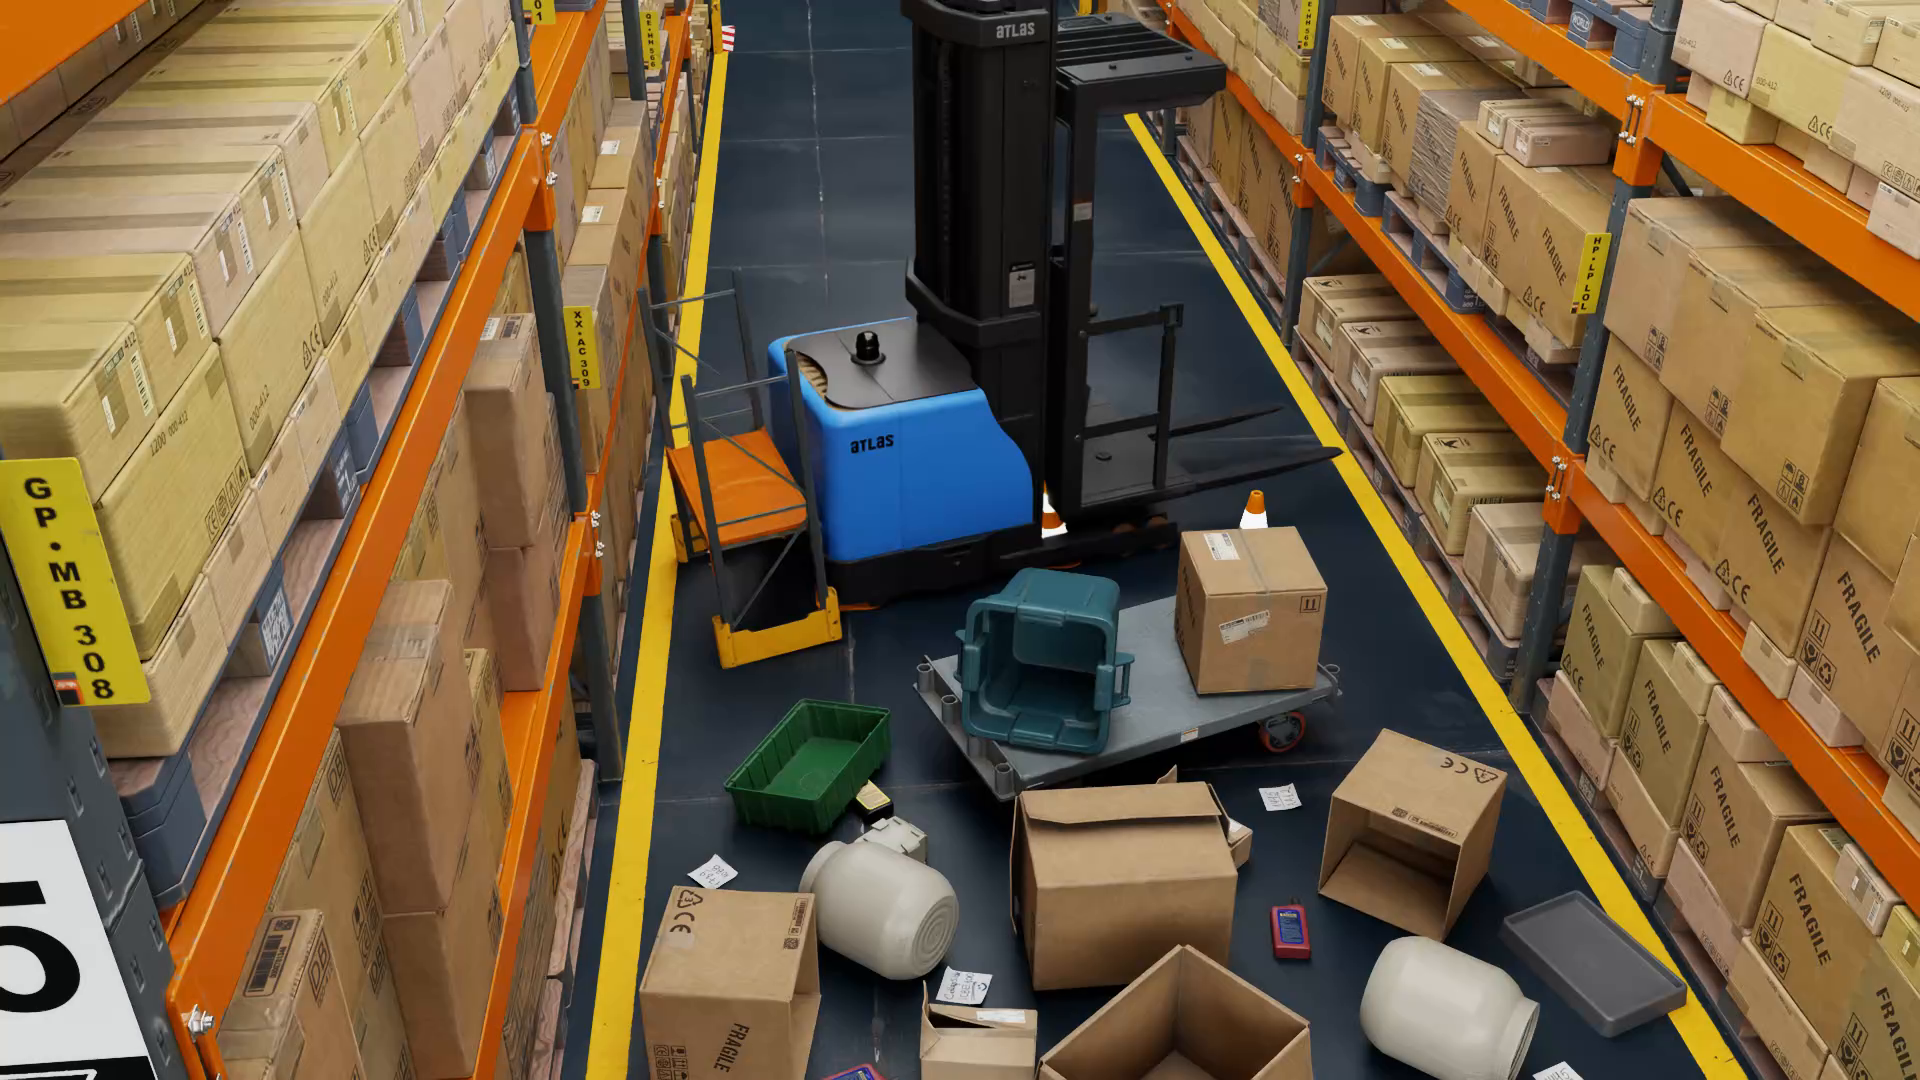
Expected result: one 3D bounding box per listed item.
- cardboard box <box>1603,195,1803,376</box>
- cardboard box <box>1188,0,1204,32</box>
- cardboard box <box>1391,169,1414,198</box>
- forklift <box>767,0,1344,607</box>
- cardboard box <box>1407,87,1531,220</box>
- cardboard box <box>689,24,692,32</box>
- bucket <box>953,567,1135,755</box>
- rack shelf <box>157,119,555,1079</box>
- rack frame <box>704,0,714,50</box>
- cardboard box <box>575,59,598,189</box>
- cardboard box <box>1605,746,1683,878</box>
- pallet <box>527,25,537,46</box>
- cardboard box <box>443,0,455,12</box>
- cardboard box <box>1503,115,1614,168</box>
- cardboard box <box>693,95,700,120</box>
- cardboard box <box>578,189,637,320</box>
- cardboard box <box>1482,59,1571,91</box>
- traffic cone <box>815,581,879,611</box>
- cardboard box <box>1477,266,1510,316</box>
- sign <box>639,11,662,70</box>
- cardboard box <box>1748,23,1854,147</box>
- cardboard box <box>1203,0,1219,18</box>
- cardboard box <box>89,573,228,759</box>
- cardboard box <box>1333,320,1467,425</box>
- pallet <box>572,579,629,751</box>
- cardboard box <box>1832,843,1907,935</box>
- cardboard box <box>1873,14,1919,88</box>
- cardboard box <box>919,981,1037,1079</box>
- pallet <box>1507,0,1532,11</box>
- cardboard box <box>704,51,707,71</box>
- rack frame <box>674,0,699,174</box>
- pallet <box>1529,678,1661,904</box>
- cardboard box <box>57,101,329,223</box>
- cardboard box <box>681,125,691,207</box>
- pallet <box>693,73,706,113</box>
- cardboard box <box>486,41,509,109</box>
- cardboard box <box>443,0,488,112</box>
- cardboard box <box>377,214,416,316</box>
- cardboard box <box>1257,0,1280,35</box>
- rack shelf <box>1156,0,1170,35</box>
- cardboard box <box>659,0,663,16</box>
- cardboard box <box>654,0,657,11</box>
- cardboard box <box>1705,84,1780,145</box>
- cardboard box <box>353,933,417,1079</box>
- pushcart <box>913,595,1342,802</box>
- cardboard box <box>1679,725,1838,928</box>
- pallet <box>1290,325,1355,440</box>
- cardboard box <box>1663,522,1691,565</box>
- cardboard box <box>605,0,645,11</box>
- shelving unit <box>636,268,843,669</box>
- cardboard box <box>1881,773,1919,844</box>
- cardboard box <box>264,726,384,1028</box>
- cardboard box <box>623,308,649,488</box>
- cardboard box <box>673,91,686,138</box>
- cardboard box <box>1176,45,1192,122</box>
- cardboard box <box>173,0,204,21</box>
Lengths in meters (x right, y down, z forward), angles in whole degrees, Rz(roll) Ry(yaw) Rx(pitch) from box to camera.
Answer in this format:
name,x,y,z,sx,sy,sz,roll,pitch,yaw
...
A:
name,x,y,z,sx,sy,sz,roll,pitch,yaw
cardboard box,2.810,-0.922,6.006,0.700,0.500,0.500,-3,31,-5
cardboard box,2.066,-4.076,12.794,0.500,0.250,0.500,-3,31,-6
cardboard box,2.535,-1.948,8.922,0.380,0.149,0.250,-1,31,-2
forklift,0.584,-1.410,8.252,3.031,2.935,1.130,-12,33,-19
cardboard box,2.574,-1.917,8.237,0.500,0.500,0.500,-4,31,-6
cardboard box,-2.680,-4.682,15.453,0.380,0.149,0.250,-4,31,-6
bucket,0.374,0.444,6.792,0.726,0.611,0.620,8,22,13
rack shelf,-1.747,-0.226,3.980,1.077,0.370,4.000,-3,31,-5
rack frame,-3.055,-6.395,16.531,1.000,3.000,0.127,-3,31,-5
cardboard box,-2.177,-2.033,8.156,0.700,0.500,0.500,-3,31,-5
cardboard box,2.833,1.029,6.373,0.500,0.250,0.500,-1,31,-2
pallet,-2.069,-1.940,6.334,0.805,0.209,1.217,-4,31,-7
cardboard box,-1.513,-1.457,4.300,0.380,0.149,0.250,-2,31,-4
cardboard box,2.640,-1.763,7.346,0.380,0.149,0.250,-4,31,-6
cardboard box,-2.397,-3.637,13.995,0.380,0.149,0.250,-1,31,-2
cardboard box,-1.854,-1.365,8.012,0.500,0.500,0.500,-2,31,-4
cardboard box,3.038,-2.210,8.728,0.500,0.500,0.500,-5,31,-8
traffic cone,-0.556,0.064,8.192,0.336,0.463,0.334,-3,31,-5
cardboard box,2.595,-1.144,7.576,0.380,0.149,0.250,-3,31,-5
sign,-1.755,-2.836,9.443,0.100,0.325,0.005,-3,31,-5
cardboard box,2.811,-1.407,5.112,0.500,0.250,0.500,-3,31,-5
cardboard box,2.095,-4.030,12.230,0.500,0.250,0.500,-2,31,-4
cardboard box,-1.273,0.180,2.336,0.380,0.149,0.250,-3,31,-4
cardboard box,2.731,-0.986,9.629,0.950,0.372,0.625,-3,31,-6
pallet,-2.081,0.539,7.643,1.003,0.211,1.213,-3,31,-5
cardboard box,2.880,1.041,4.990,0.380,0.149,0.250,-1,31,-2
cardboard box,2.830,-1.377,4.672,0.380,0.149,0.250,-4,31,-6
cardboard box,0.060,1.695,5.654,0.396,0.266,0.258,2,31,4
pallet,2.933,-2.614,7.459,1.213,0.211,1.003,-3,31,-5
cardboard box,-2.612,-4.574,15.854,0.380,0.149,0.250,-4,31,-7
rack frame,-2.681,-4.353,13.112,1.000,3.000,0.127,-3,31,-5
pallet,3.083,0.981,6.901,1.003,0.211,1.213,-3,31,-5
cardboard box,-1.369,-0.676,2.992,0.380,0.149,0.250,-3,31,-5
cardboard box,-2.314,-2.832,12.594,0.500,0.500,0.500,-3,31,-6
pallet,-2.896,-4.121,15.444,1.003,0.211,1.213,-3,31,-5
cardboard box,-1.558,-1.372,4.935,0.380,0.149,0.250,-2,31,-4
cardboard box,-1.585,-1.345,4.501,0.500,0.250,0.500,-3,31,-5
cardboard box,-1.415,-0.594,3.632,0.380,0.149,0.250,-2,31,-4
cardboard box,2.247,-3.584,10.753,0.500,0.500,0.500,-2,31,-4
rack shelf,2.051,-5.354,15.489,1.077,0.370,4.000,-3,31,-5
cardboard box,-2.401,-3.972,12.310,0.380,0.149,0.250,-3,31,-5
cardboard box,-2.348,-3.826,11.775,0.380,0.149,0.250,-4,31,-7
cardboard box,2.736,-1.430,5.538,0.380,0.149,0.250,-3,31,-5
cardboard box,-1.713,1.243,3.598,0.875,0.550,0.550,-3,31,-5
pushcart,0.720,0.703,7.204,1.648,0.377,0.936,-14,33,-22
cardboard box,2.880,0.973,5.737,0.500,0.500,0.500,-1,31,-2
pallet,2.683,-1.003,10.223,1.003,0.211,1.213,-3,31,-5
cardboard box,2.826,-0.012,6.090,0.380,0.149,0.250,-3,31,-5
cardboard box,-2.255,-3.419,10.805,0.380,0.149,0.250,-1,31,-2
shelving unit,-1.061,-0.358,7.852,0.587,1.500,1.083,-14,33,-15
cardboard box,2.922,0.763,4.793,0.380,0.149,0.250,-3,31,-5
cardboard box,-1.699,0.778,3.323,0.875,0.550,0.550,-3,31,-5
cardboard box,-2.255,-0.764,8.888,1.050,0.750,0.750,-2,31,-4
cardboard box,-2.325,-3.151,12.396,0.500,0.250,0.500,-1,31,-2
cardboard box,2.286,-4.047,14.690,0.875,0.438,0.875,-3,31,-5
cardboard box,-2.166,-1.423,4.242,0.380,0.149,0.250,-3,31,-5
